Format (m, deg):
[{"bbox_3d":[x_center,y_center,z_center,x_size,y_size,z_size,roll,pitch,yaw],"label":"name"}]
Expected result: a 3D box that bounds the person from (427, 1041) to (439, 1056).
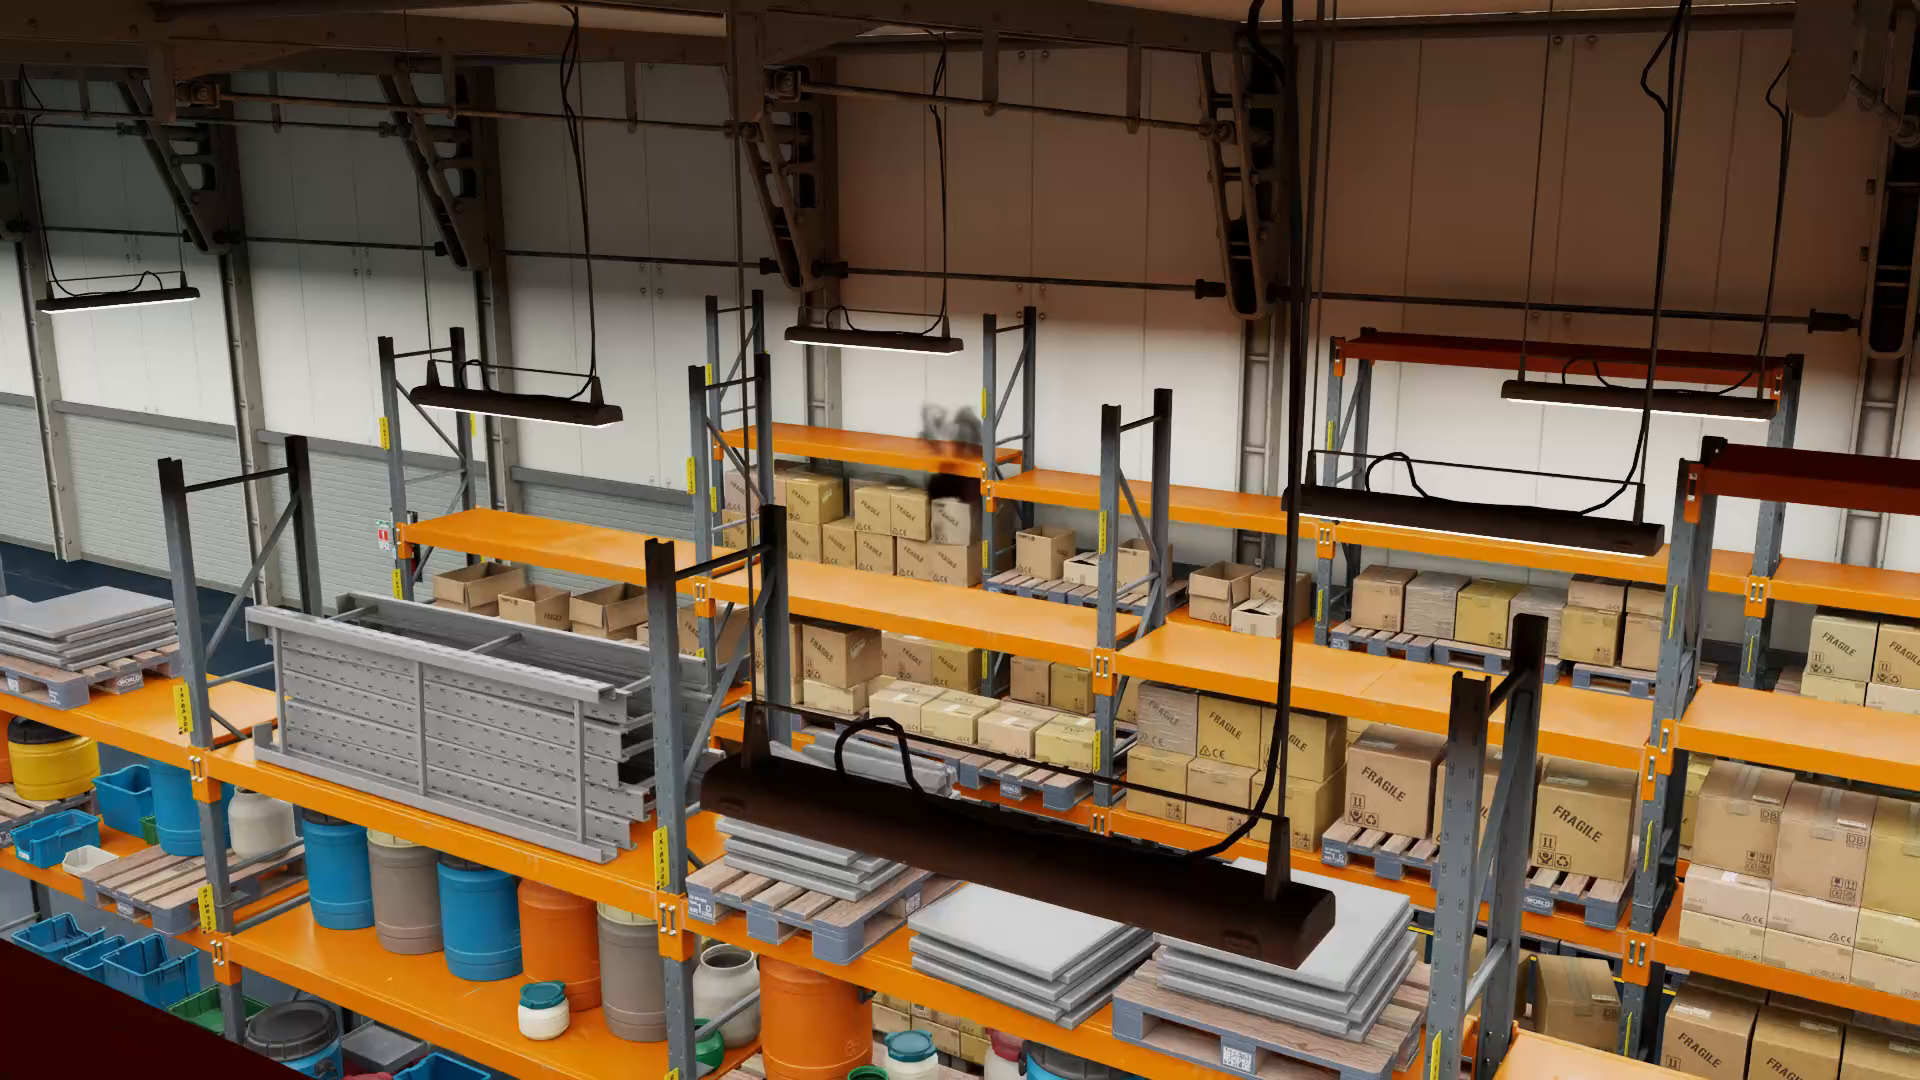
[{"bbox_3d":[-4.306,4.012,13.425,0.820,1.752,0.717,10,17,34],"label":"person"}]
